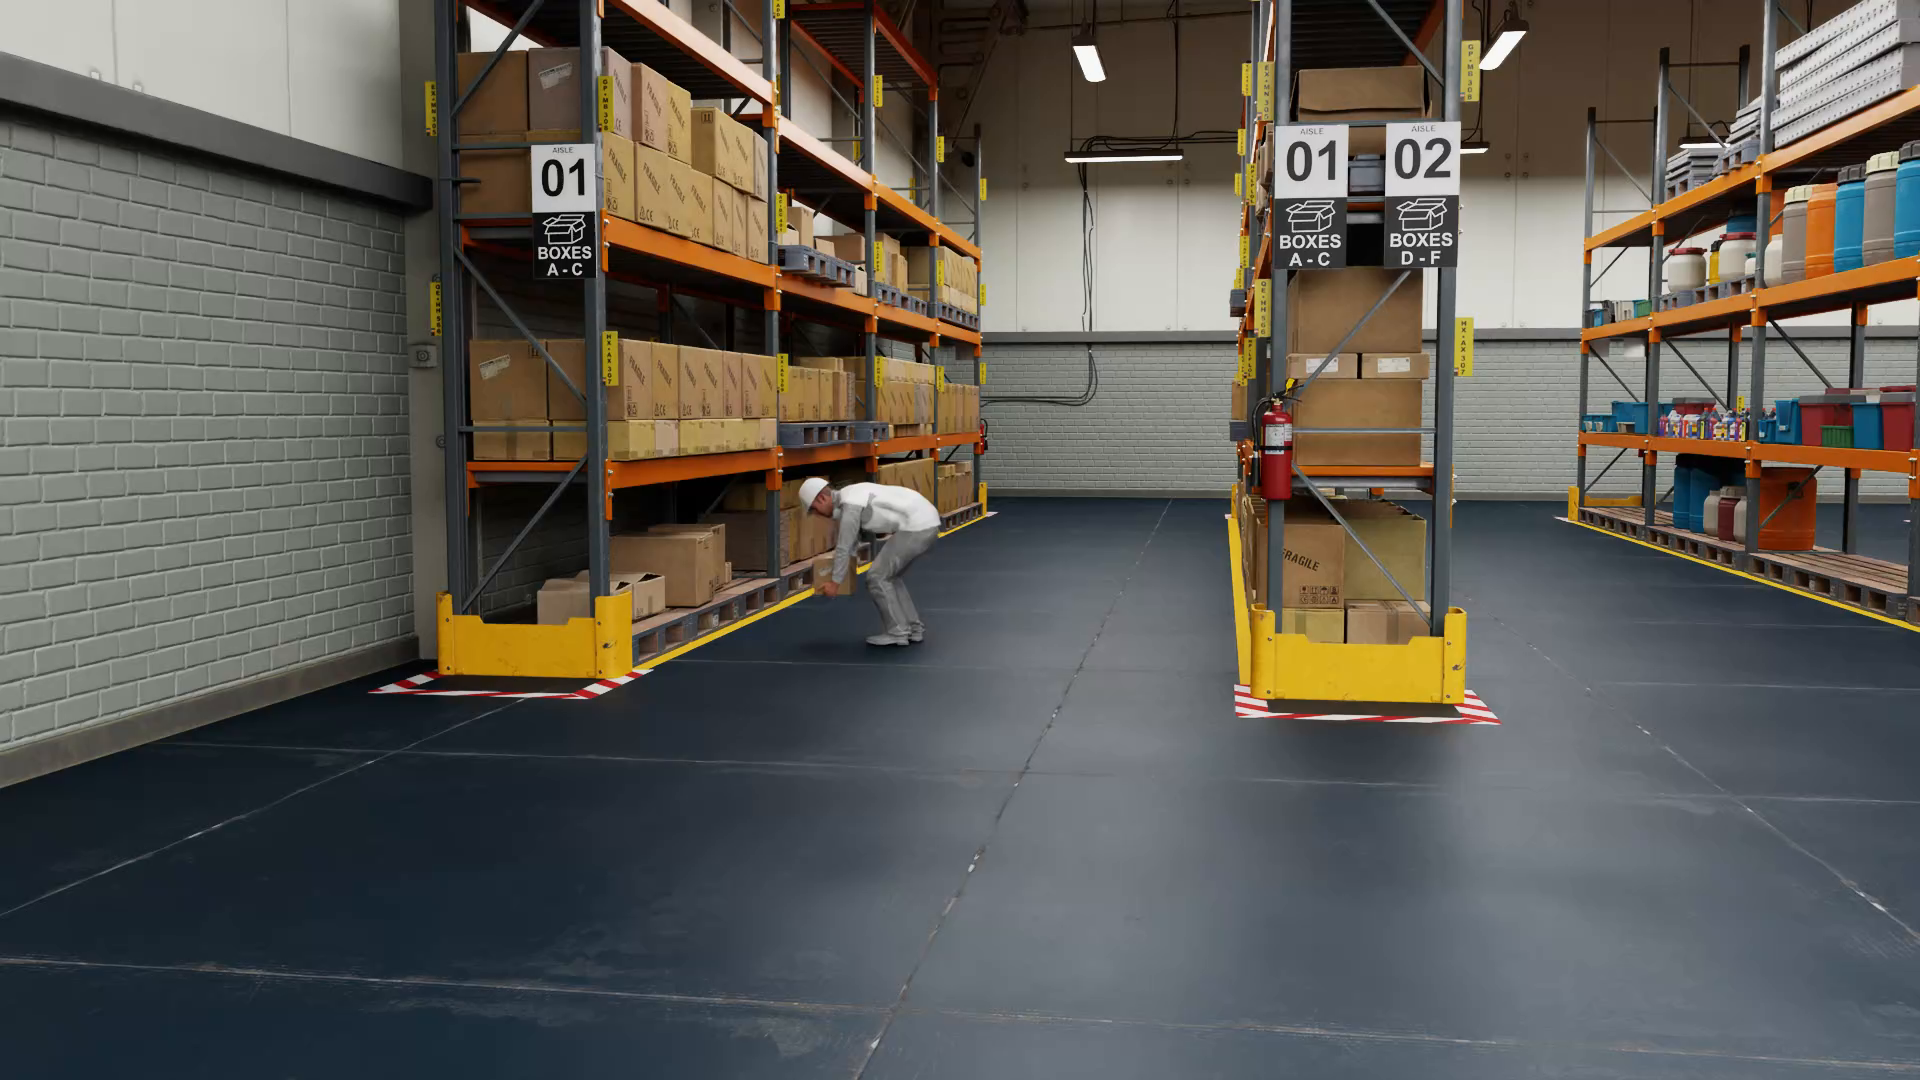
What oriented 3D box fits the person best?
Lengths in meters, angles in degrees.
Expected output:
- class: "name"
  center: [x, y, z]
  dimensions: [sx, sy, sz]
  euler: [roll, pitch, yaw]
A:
- class: "person"
  center: [-0.629, 0.144, 11.606]
  dimensions: [0.988, 1.155, 0.487]
  euler: [0, 4, 6]
